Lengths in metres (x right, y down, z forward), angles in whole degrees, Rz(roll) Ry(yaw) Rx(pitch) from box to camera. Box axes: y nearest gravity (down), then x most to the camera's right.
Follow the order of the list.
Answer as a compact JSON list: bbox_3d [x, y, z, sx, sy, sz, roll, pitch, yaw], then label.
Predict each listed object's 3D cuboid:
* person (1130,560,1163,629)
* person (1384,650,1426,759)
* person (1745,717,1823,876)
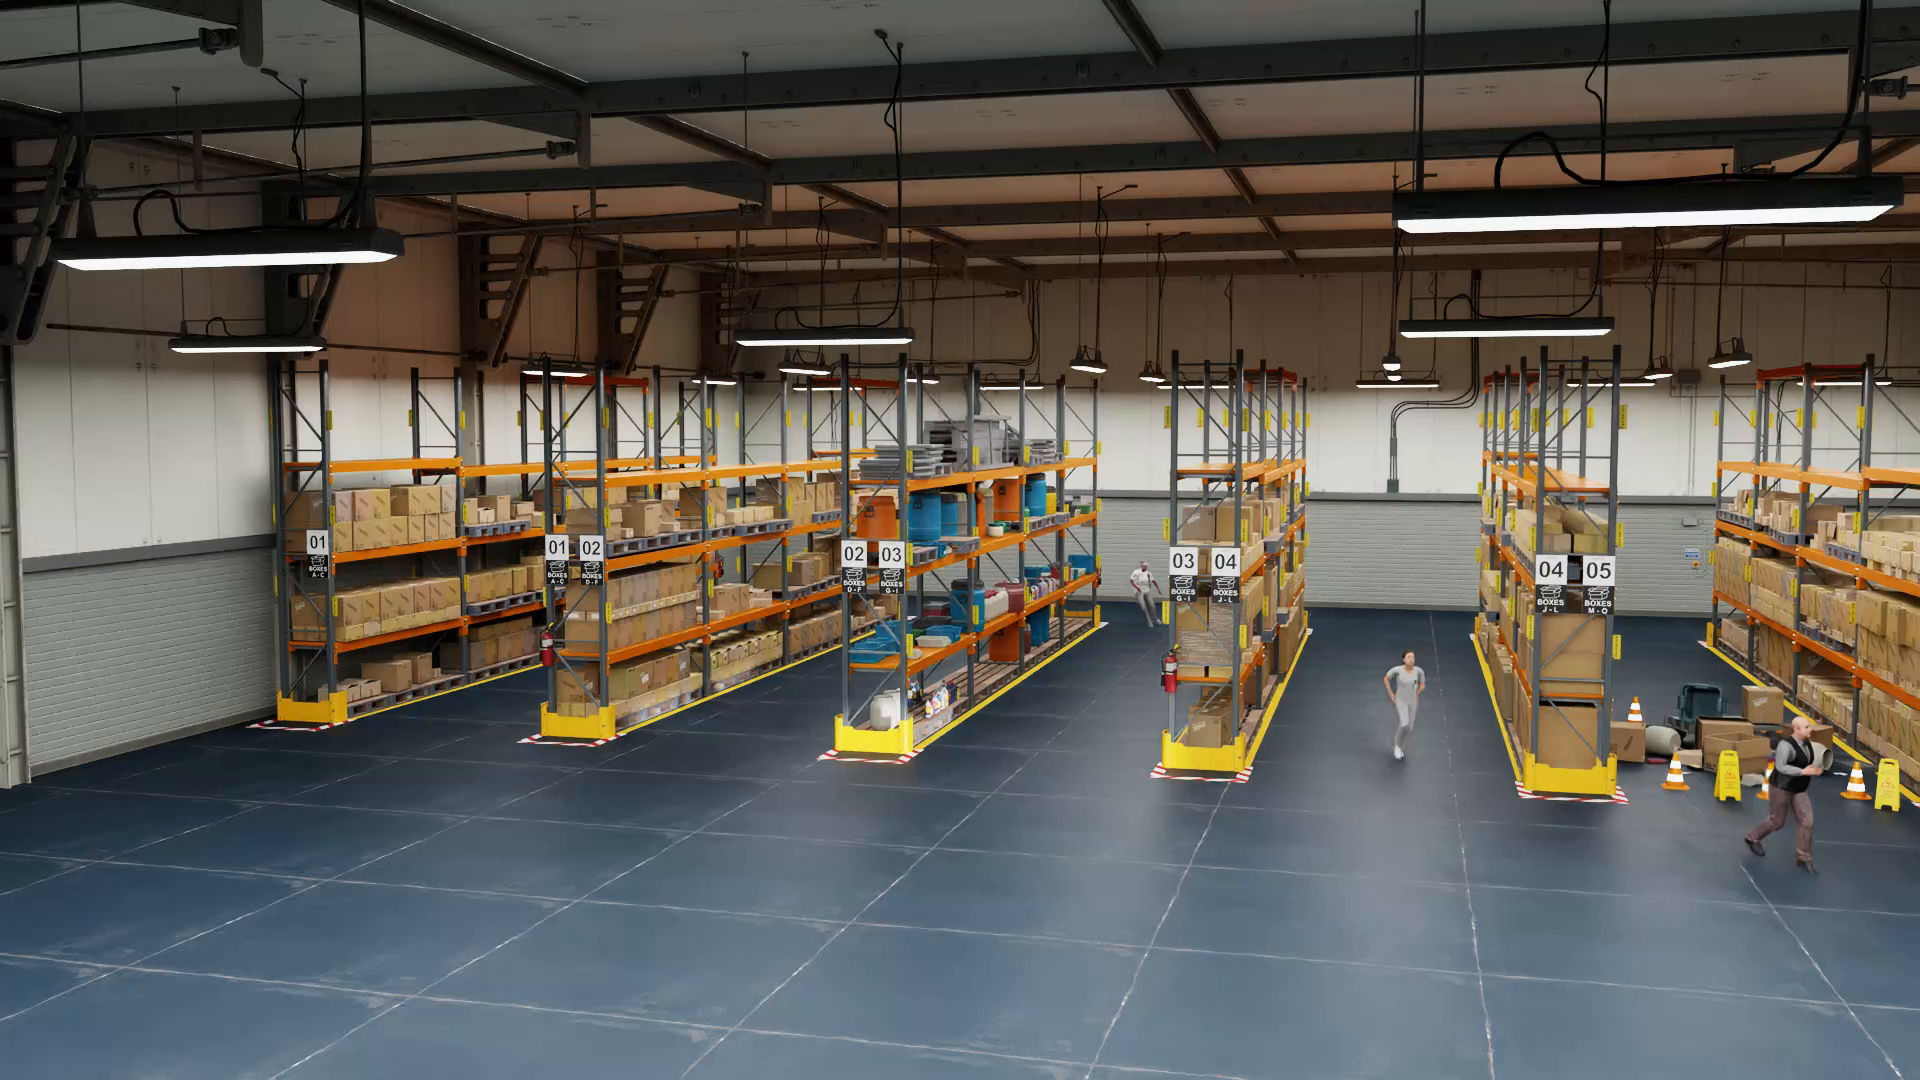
[{"bbox_3d":[4.578,1.297,40.317,0.882,1.632,0.719,-1,4,-16],"label":"person"},{"bbox_3d":[6.561,2.412,24.442,0.559,1.627,0.669,0,4,-5],"label":"person"},{"bbox_3d":[9.240,2.833,18.619,0.674,1.776,0.924,-2,5,-28],"label":"person"}]
